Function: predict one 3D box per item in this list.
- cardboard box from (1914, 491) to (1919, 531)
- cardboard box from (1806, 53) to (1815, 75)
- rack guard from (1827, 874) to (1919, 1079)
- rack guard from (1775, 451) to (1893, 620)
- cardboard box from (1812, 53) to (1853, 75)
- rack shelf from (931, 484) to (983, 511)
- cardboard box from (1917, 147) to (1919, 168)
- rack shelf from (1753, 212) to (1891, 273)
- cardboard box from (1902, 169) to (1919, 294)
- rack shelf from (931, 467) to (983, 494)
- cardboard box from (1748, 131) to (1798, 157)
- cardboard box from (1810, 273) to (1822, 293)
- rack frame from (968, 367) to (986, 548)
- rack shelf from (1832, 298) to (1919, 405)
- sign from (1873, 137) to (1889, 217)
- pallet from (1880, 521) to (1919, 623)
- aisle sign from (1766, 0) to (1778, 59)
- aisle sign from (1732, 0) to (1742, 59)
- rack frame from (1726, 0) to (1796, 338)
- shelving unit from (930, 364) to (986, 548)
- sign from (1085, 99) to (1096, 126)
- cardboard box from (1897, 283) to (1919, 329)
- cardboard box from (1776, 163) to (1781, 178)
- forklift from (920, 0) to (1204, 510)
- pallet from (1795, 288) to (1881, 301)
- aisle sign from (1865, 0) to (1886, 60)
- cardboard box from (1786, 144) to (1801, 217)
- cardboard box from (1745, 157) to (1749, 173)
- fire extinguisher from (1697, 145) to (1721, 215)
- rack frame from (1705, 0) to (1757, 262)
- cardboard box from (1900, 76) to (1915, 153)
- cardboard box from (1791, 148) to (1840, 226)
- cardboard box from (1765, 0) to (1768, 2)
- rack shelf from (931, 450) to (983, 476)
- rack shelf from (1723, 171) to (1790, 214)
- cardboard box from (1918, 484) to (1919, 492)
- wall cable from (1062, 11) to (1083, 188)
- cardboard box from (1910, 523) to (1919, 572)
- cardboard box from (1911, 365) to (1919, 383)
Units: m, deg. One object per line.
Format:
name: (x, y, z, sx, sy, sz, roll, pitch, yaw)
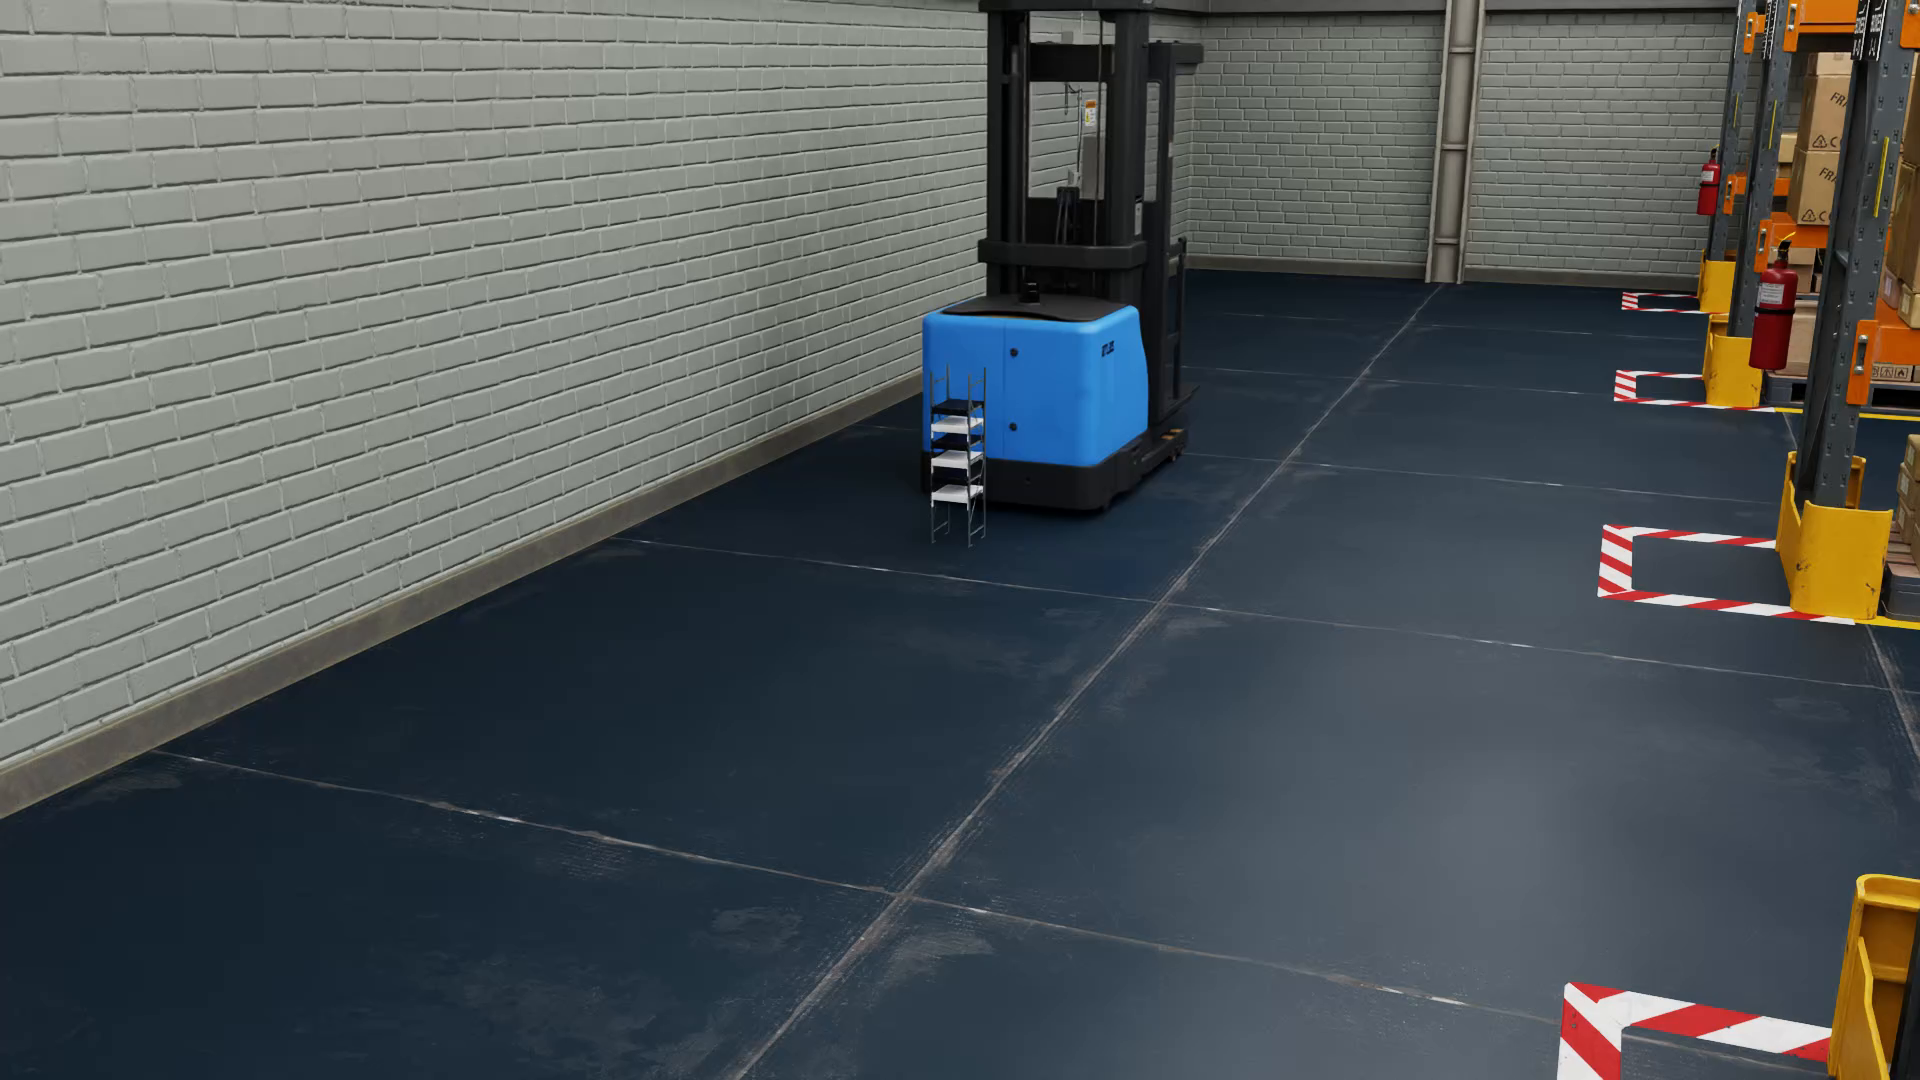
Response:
cardboard box: (4.471, -0.109, 7.494, 0.250, 0.149, 0.380, 7, 18, 23)
cardboard box: (6.207, -3.402, 11.877, 0.250, 0.149, 0.380, 7, 17, 21)
rack guard: (2.142, 1.221, 3.572, 0.348, 0.500, 1.175, 6, 17, 21)
rack guard: (4.149, -0.045, 7.932, 0.348, 0.500, 1.175, 6, 17, 21)
cardboard box: (6.029, -3.279, 11.452, 0.250, 0.149, 0.380, 7, 17, 22)
rack shelf: (-0.008, -0.228, 8.611, 0.200, 0.077, 0.258, 6, 17, 21)
cardboard box: (4.398, -1.810, 7.020, 0.500, 0.500, 0.500, 6, 17, 20)
rack shelf: (7.661, -1.997, 11.464, 4.000, 0.370, 1.077, 6, 17, 21)
cardboard box: (4.394, -1.327, 7.150, 0.500, 0.500, 0.500, 7, 18, 23)
rack shelf: (-0.008, -0.315, 8.585, 0.200, 0.077, 0.258, 6, 17, 21)
cardboard box: (8.143, -3.928, 16.558, 0.500, 0.250, 0.500, 7, 18, 22)
cardboard box: (8.533, -2.527, 16.358, 0.250, 0.149, 0.380, 6, 17, 18)
rack frame: (0.087, -0.423, 8.515, 0.006, 0.900, 0.240, 6, 17, 21)
rack shelf: (5.938, -0.703, 7.006, 4.000, 0.370, 1.077, 6, 17, 21)
sign: (3.879, -1.528, 7.005, 0.005, 0.325, 0.100, 6, 17, 21)
pallet: (4.891, 0.186, 7.655, 1.213, 0.211, 1.003, 6, 17, 21)
aisle sign: (5.627, -3.728, 11.472, 0.004, 0.787, 0.394, 6, 17, 21)
aisle sign: (7.447, -5.014, 15.903, 0.004, 0.787, 0.394, 6, 17, 21)
rack frame: (5.800, -2.547, 12.068, 0.127, 3.000, 1.000, 6, 17, 21)
shelving unit: (-0.008, -0.433, 8.551, 0.210, 0.900, 0.258, 6, 17, 21)
sign: (1.240, -4.052, 15.768, 0.001, 0.242, 0.339, 6, 17, 21)
cardboard box: (4.259, -1.014, 7.238, 0.250, 0.149, 0.380, 6, 17, 20)
cardboard box: (7.823, -3.610, 16.178, 0.250, 0.149, 0.380, 6, 17, 20)
forklift: (0.803, -1.935, 10.083, 1.130, 2.935, 3.031, 6, 17, 21)
pallet: (8.431, -2.407, 16.586, 1.213, 0.211, 1.003, 6, 17, 21)
aisle sign: (3.900, -2.431, 7.006, 0.004, 0.787, 0.394, 6, 17, 21)
cardboard box: (6.346, -2.615, 12.121, 0.500, 0.500, 0.500, 6, 17, 21)
cardboard box: (8.025, -3.750, 16.662, 0.250, 0.149, 0.380, 6, 17, 20)
fire extinguisher: (7.311, -3.514, 16.206, 0.183, 0.674, 0.296, 6, 17, 21)
rack frame: (7.618, -3.835, 16.504, 0.127, 3.000, 1.000, 6, 17, 21)
cardboard box: (6.625, -2.902, 11.315, 0.500, 0.500, 0.500, 6, 17, 19)
cardboard box: (6.141, -2.472, 11.629, 0.500, 0.500, 0.500, 6, 17, 20)
cardboard box: (8.131, -5.372, 16.152, 0.500, 0.250, 0.500, 6, 17, 20)
rack shelf: (-0.008, -0.401, 8.560, 0.200, 0.077, 0.258, 6, 17, 21)
rack shelf: (9.478, -3.285, 15.899, 4.000, 0.370, 1.077, 6, 17, 21)
cardboard box: (4.441, -0.230, 7.378, 0.250, 0.149, 0.380, 5, 17, 18)
wall cable: (1.056, -3.975, 15.164, 0.122, 1.984, 0.588, 6, 17, 21)
cardboard box: (4.448, 0.051, 7.479, 0.250, 0.149, 0.380, 7, 17, 22)
cardboard box: (7.305, -1.386, 11.909, 0.875, 0.438, 0.875, 7, 18, 22)
